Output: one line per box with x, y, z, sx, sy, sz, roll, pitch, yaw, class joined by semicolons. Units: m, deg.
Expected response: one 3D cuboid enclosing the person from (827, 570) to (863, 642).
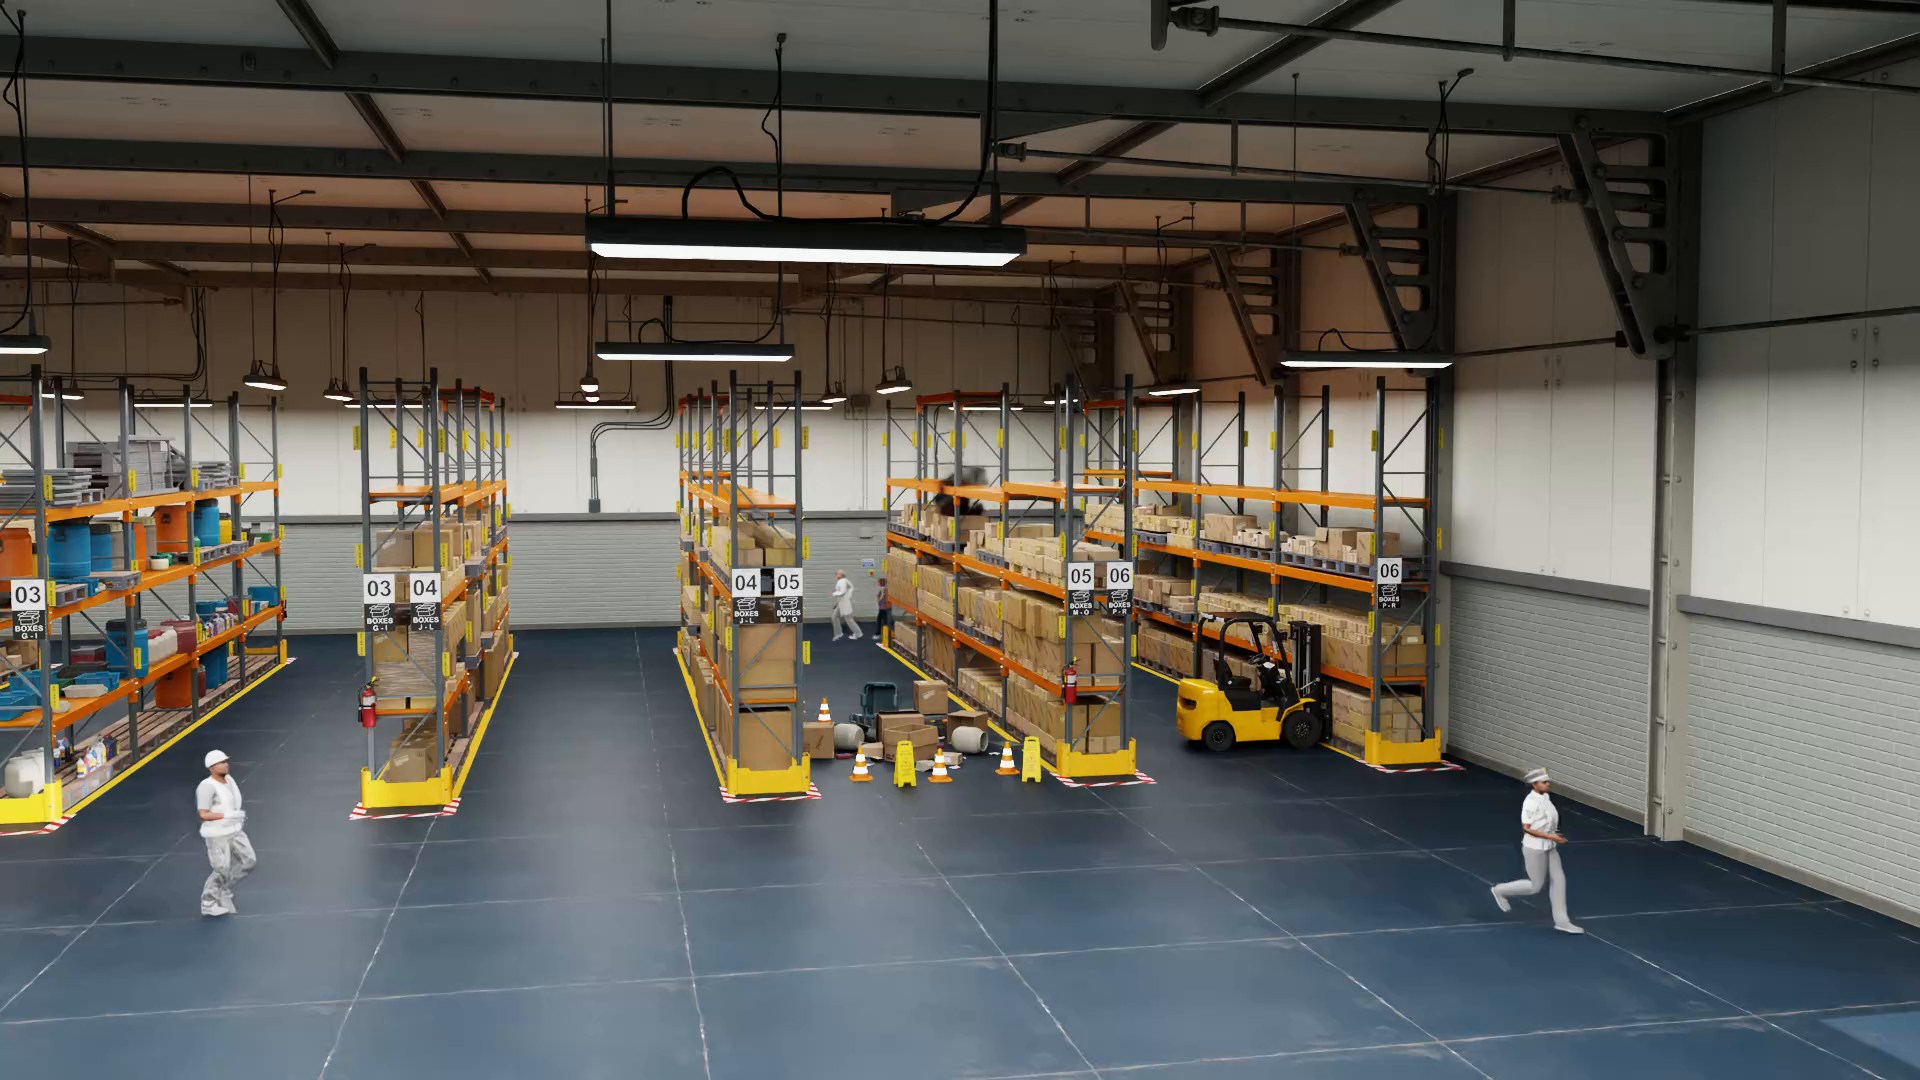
-2.867;1.658;41.483;0.912;1.832;0.657;0;3;-6;person

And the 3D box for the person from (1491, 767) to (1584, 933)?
5.950;3.148;17.056;0.934;1.666;0.595;3;4;40;person

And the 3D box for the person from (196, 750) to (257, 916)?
-7.675;3.079;17.435;0.633;1.767;0.662;1;3;10;person

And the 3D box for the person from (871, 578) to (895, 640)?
-1.860;1.741;41.715;0.805;1.609;0.549;0;3;3;person
